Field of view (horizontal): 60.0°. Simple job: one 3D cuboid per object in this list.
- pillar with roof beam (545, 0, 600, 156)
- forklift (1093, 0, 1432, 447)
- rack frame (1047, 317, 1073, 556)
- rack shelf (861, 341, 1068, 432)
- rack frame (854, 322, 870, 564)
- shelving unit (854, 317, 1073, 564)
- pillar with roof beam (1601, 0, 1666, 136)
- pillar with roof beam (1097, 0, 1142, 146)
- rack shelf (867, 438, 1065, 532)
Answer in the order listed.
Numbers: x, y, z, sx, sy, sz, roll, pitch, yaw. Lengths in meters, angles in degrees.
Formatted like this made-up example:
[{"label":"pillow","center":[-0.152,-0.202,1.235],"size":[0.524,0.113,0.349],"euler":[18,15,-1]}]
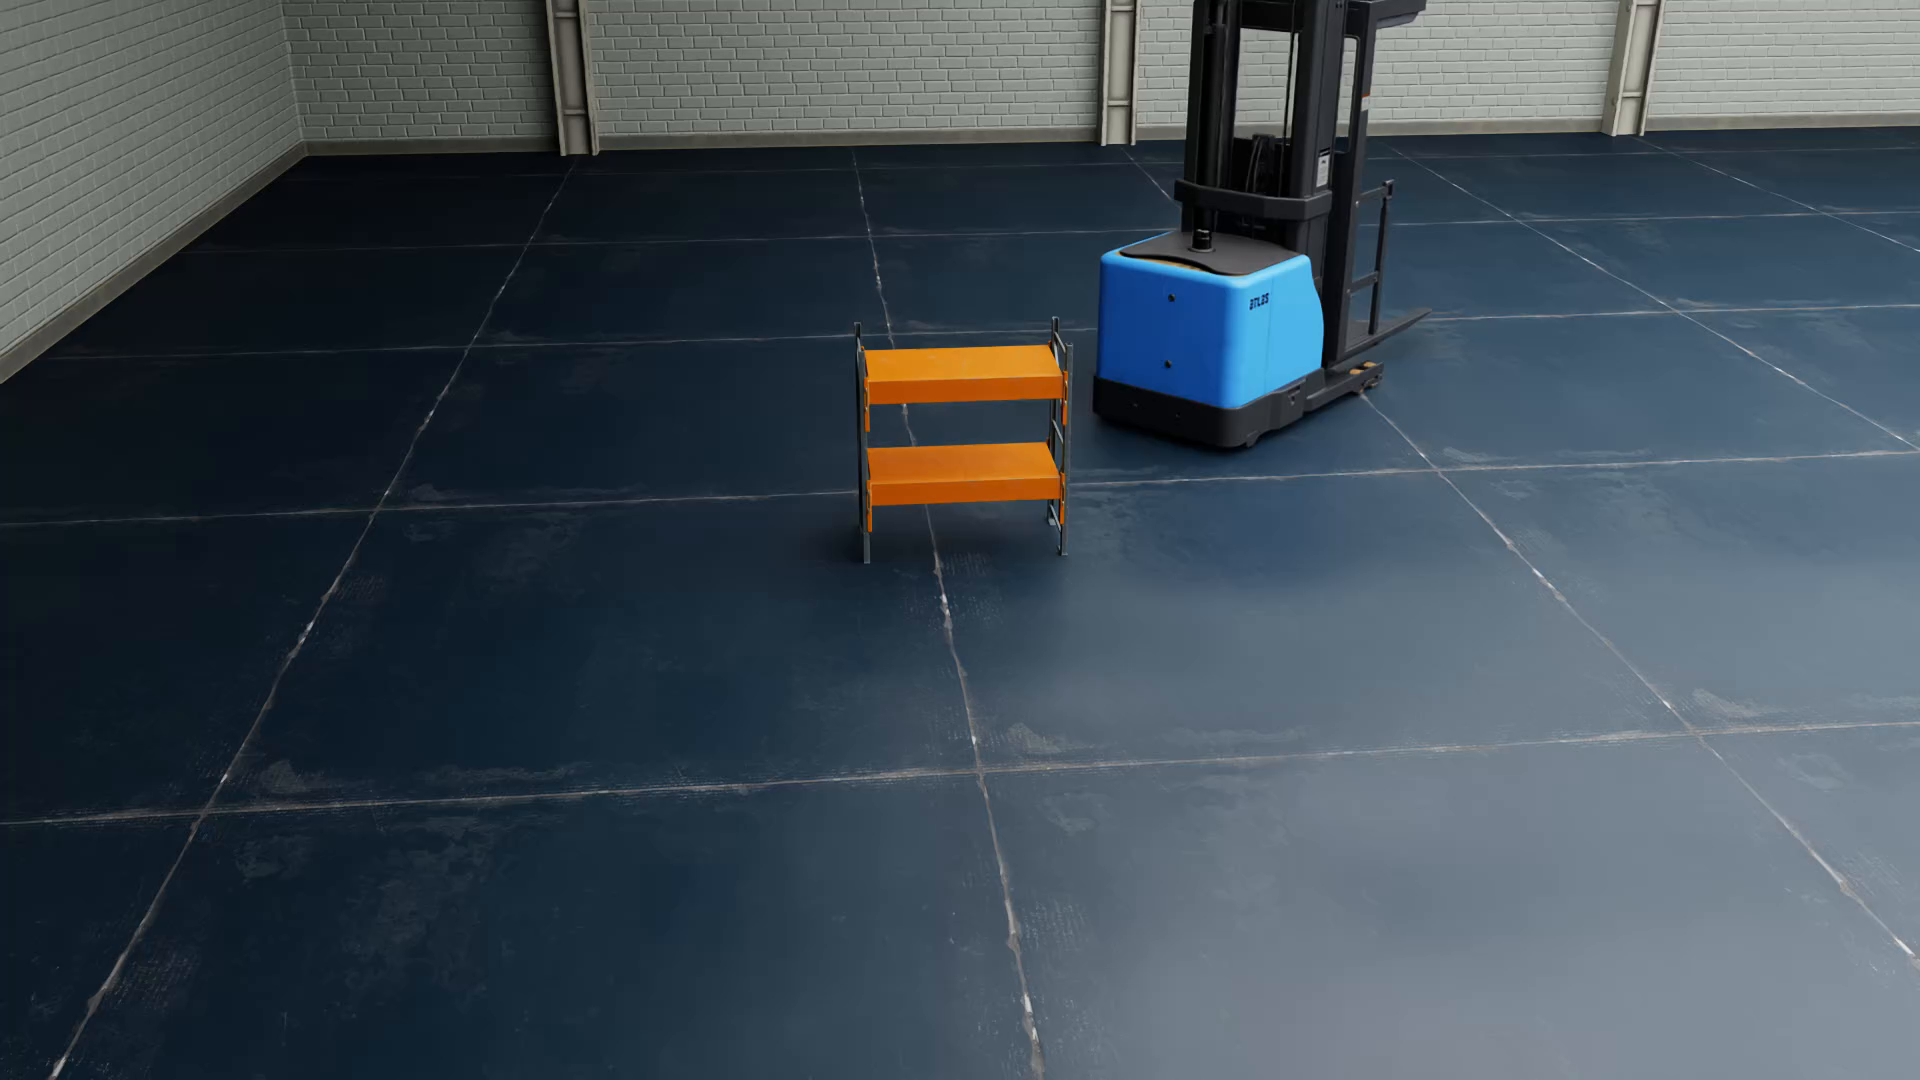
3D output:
[{"label":"pillar with roof beam","center":[-3.775,-6.652,12.637],"size":[0.400,9.000,9.100],"euler":[-2,24,-5]},{"label":"forklift","center":[2.159,-2.409,10.561],"size":[1.130,2.935,3.031],"euler":[19,30,36]},{"label":"rack frame","center":[0.513,-0.535,8.568],"size":[0.032,1.125,0.500],"euler":[-2,24,-5]},{"label":"rack shelf","center":[0.007,-0.782,8.403],"size":[1.000,0.278,0.538],"euler":[-2,24,-5]},{"label":"rack frame","center":[-0.499,-0.494,8.476],"size":[0.032,1.125,0.500],"euler":[-2,24,-5]},{"label":"shelving unit","center":[0.007,-0.514,8.522],"size":[1.048,1.125,0.538],"euler":[-2,24,-5]},{"label":"pillar with roof beam","center":[8.167,-7.131,13.715],"size":[0.400,9.000,9.100],"euler":[-2,24,-5]},{"label":"pillar with roof beam","center":[2.196,-6.892,13.176],"size":[0.400,9.000,9.100],"euler":[-2,24,-5]},{"label":"rack shelf","center":[0.007,-0.291,8.621],"size":[1.000,0.278,0.538],"euler":[-2,24,-5]}]
